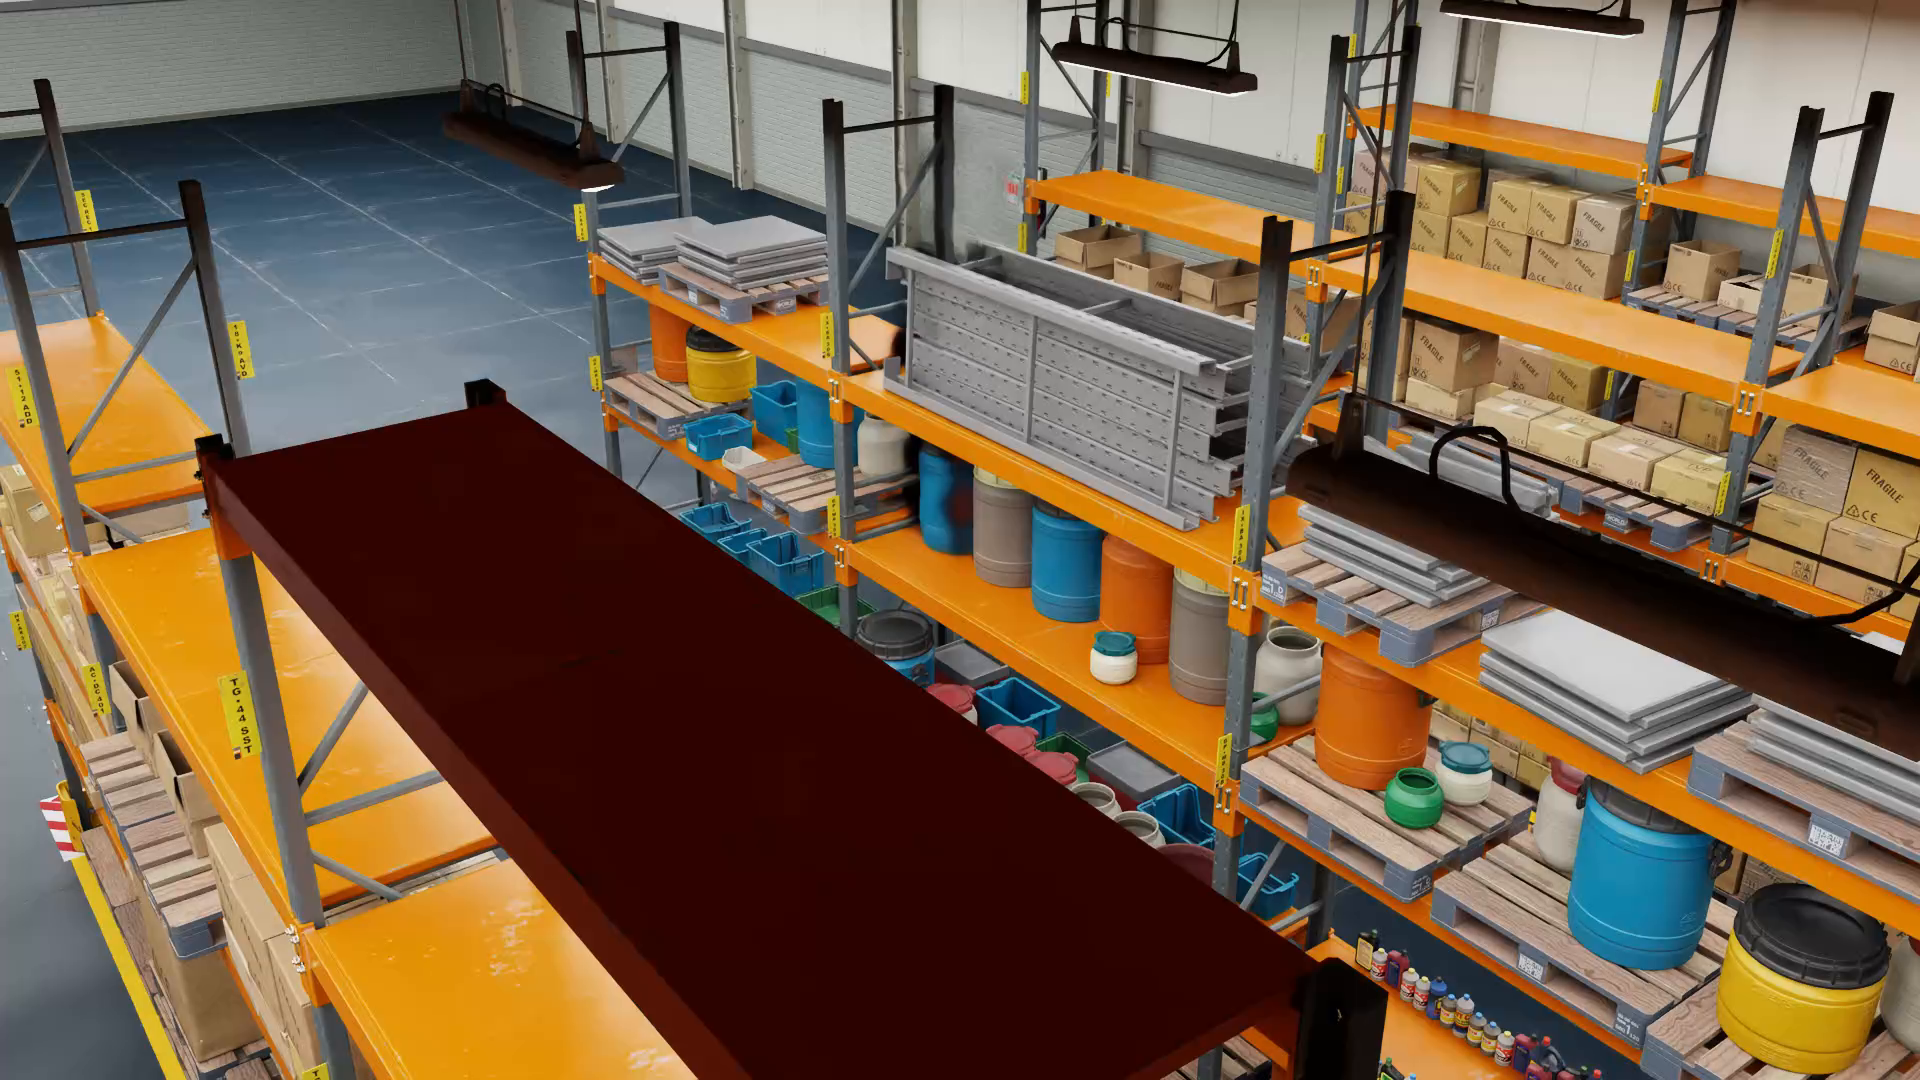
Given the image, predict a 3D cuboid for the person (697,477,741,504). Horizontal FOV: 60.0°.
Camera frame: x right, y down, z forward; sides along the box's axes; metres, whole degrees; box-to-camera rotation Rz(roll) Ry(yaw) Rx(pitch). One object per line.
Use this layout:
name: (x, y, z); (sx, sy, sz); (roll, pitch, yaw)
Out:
person: (-2.876, -1.239, 19.562); (0.815, 1.838, 0.641); (-5, 25, -10)
